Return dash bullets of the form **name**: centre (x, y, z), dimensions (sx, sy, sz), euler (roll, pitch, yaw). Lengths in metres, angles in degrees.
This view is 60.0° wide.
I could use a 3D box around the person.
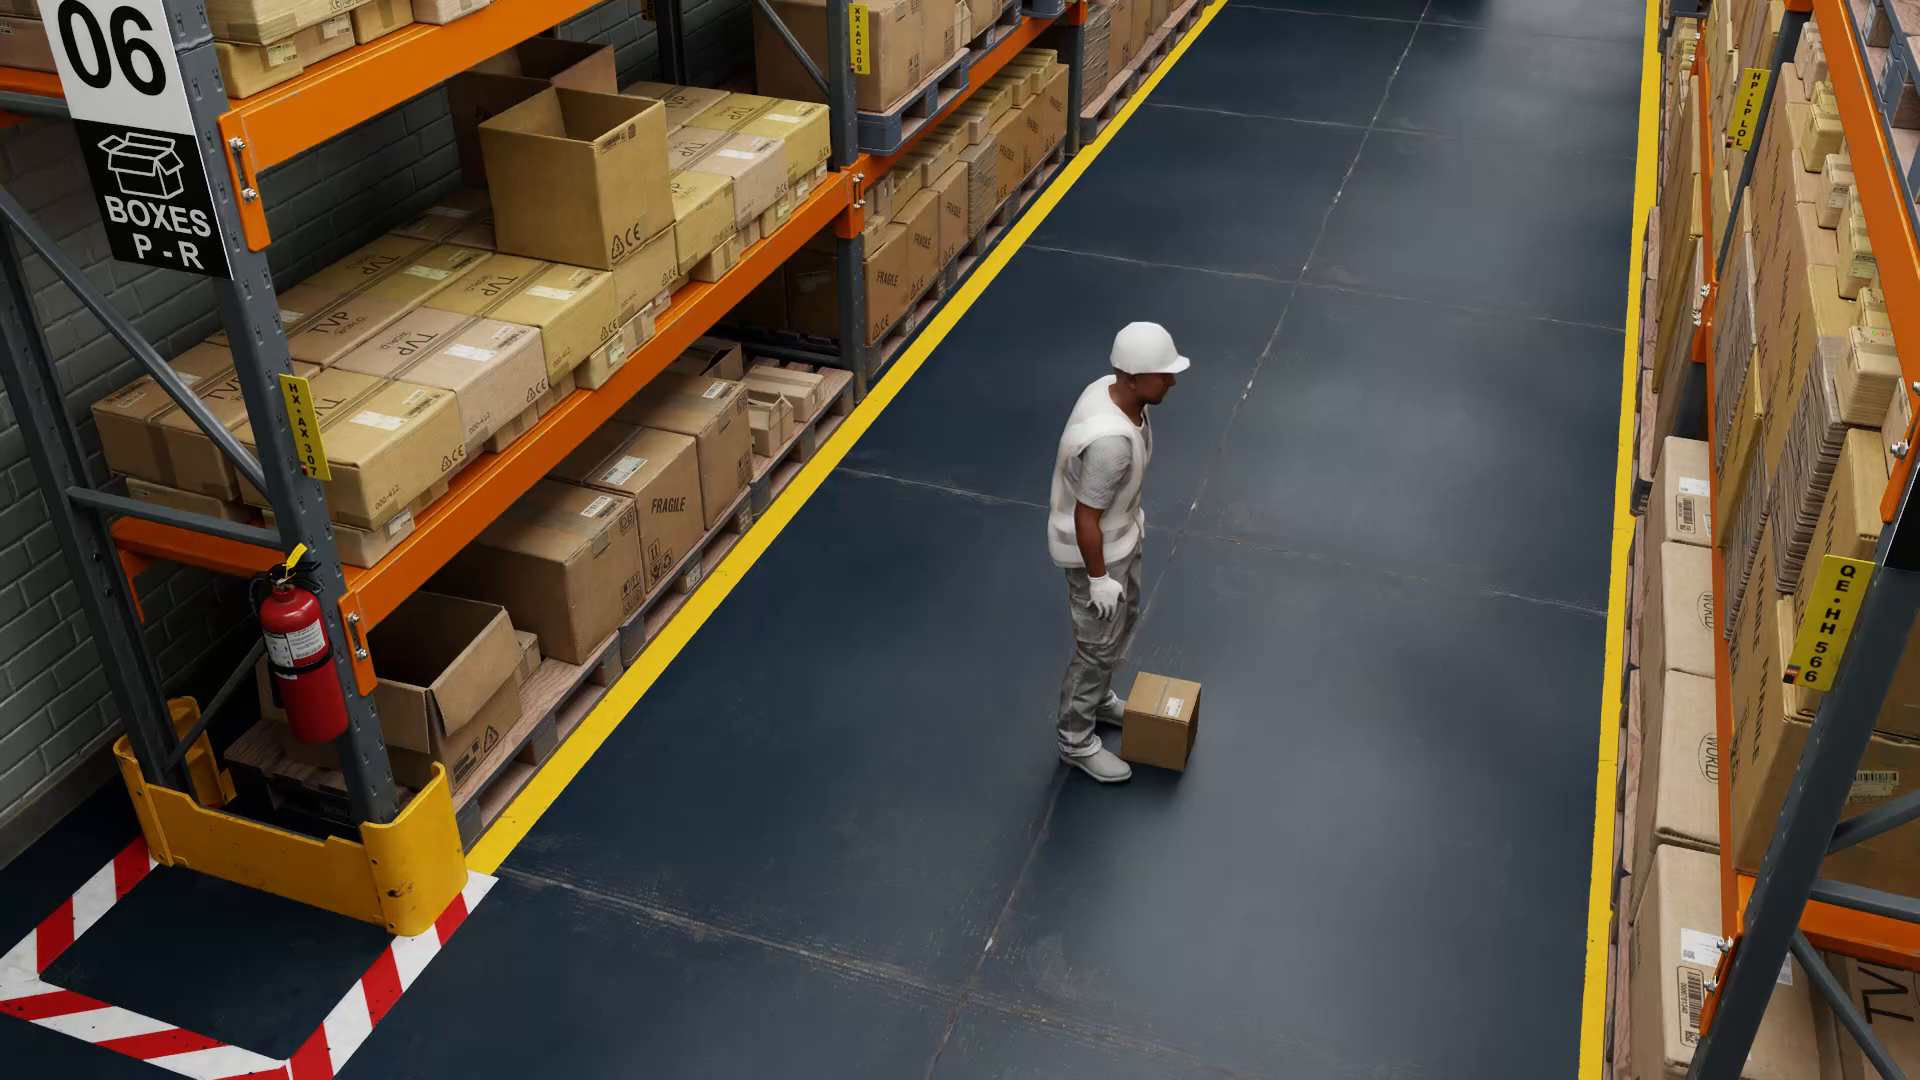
- **person**: centre (0.557, 0.021, 6.097), dimensions (0.451, 1.773, 0.627), euler (9, 34, 14)
